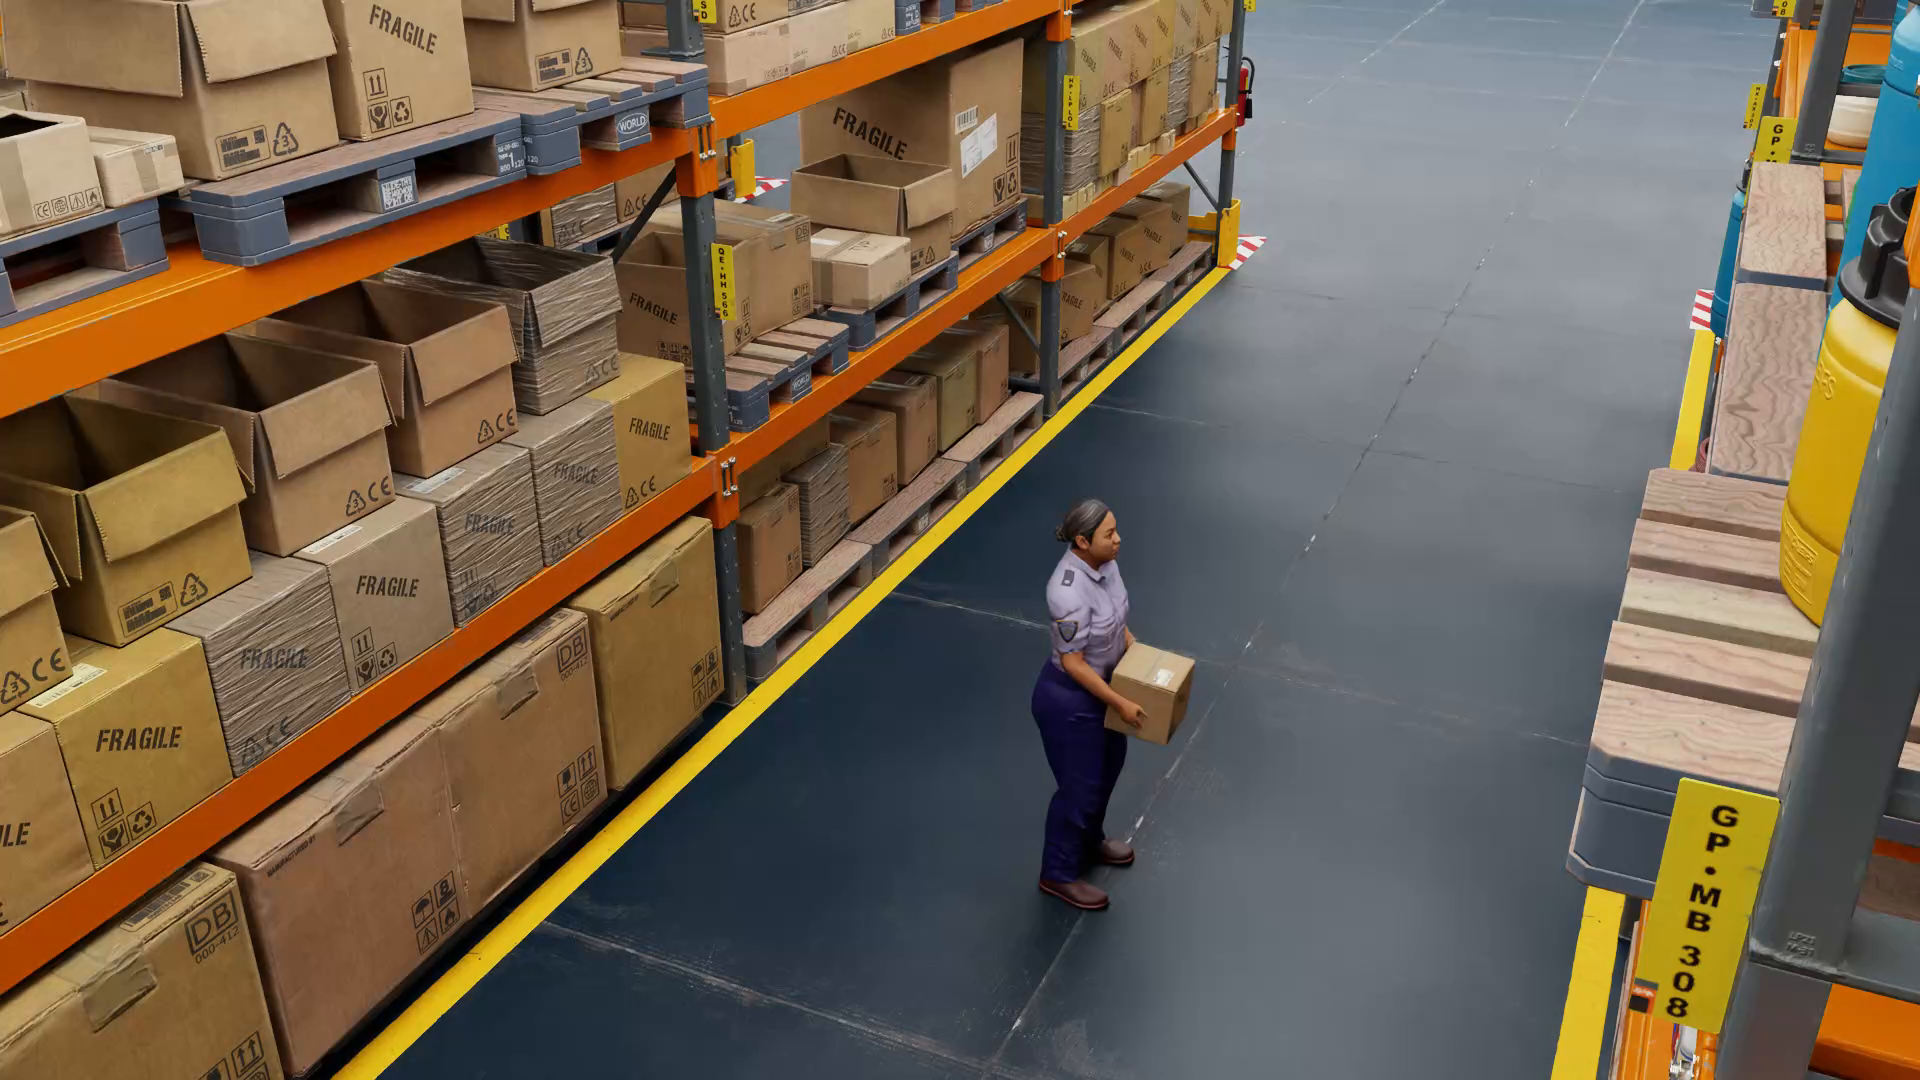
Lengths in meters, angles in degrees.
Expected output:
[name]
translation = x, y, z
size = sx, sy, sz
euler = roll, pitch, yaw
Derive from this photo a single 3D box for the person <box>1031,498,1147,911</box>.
[person]
translation = 0.538, 0.610, 6.386
size = 0.476, 1.654, 0.487
euler = 11, 28, 21
